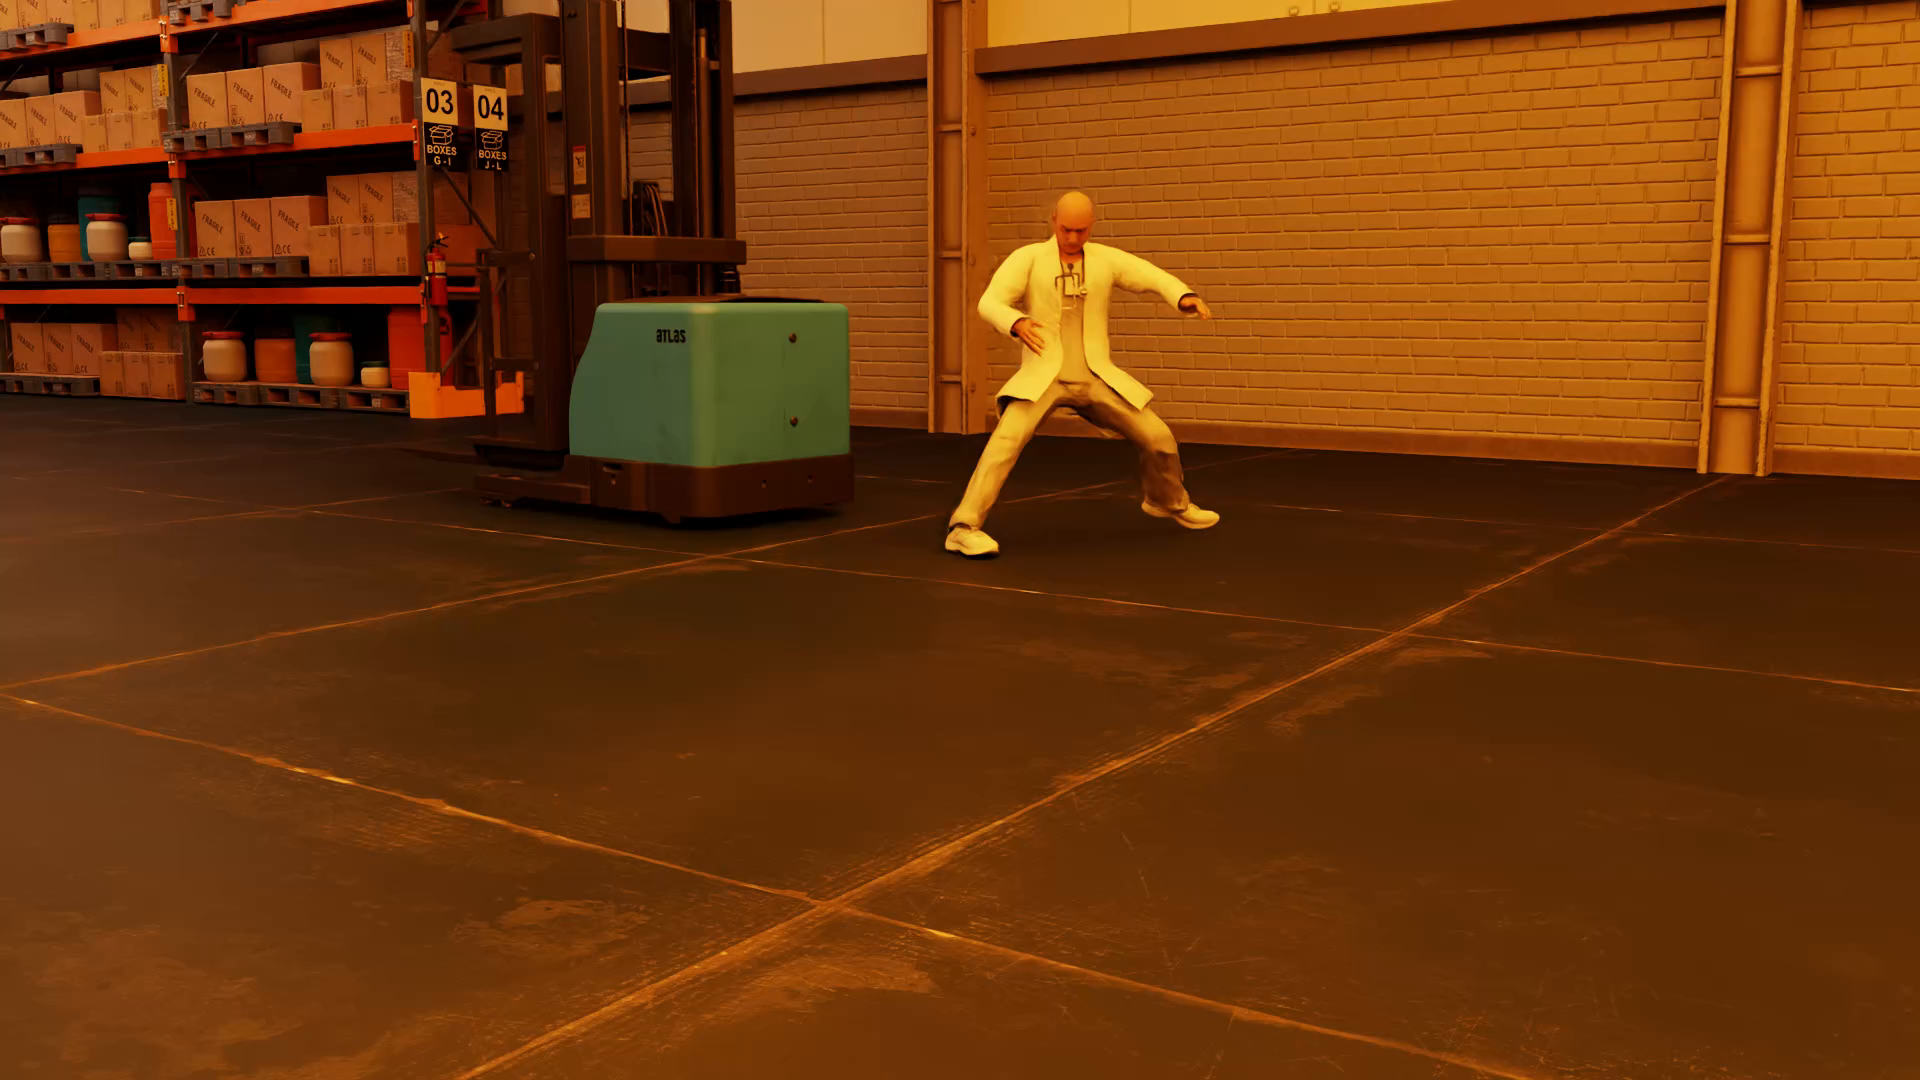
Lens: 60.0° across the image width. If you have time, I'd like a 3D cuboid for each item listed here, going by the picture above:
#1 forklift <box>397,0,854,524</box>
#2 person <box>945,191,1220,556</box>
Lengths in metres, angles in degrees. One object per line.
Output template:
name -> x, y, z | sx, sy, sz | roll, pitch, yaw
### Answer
forklift -> -1.985, -1.673, 8.955 | 3.031, 2.935, 1.130 | 7, 11, 41
person -> 0.590, -0.756, 7.397 | 1.364, 1.553, 0.888 | -1, 8, -8
